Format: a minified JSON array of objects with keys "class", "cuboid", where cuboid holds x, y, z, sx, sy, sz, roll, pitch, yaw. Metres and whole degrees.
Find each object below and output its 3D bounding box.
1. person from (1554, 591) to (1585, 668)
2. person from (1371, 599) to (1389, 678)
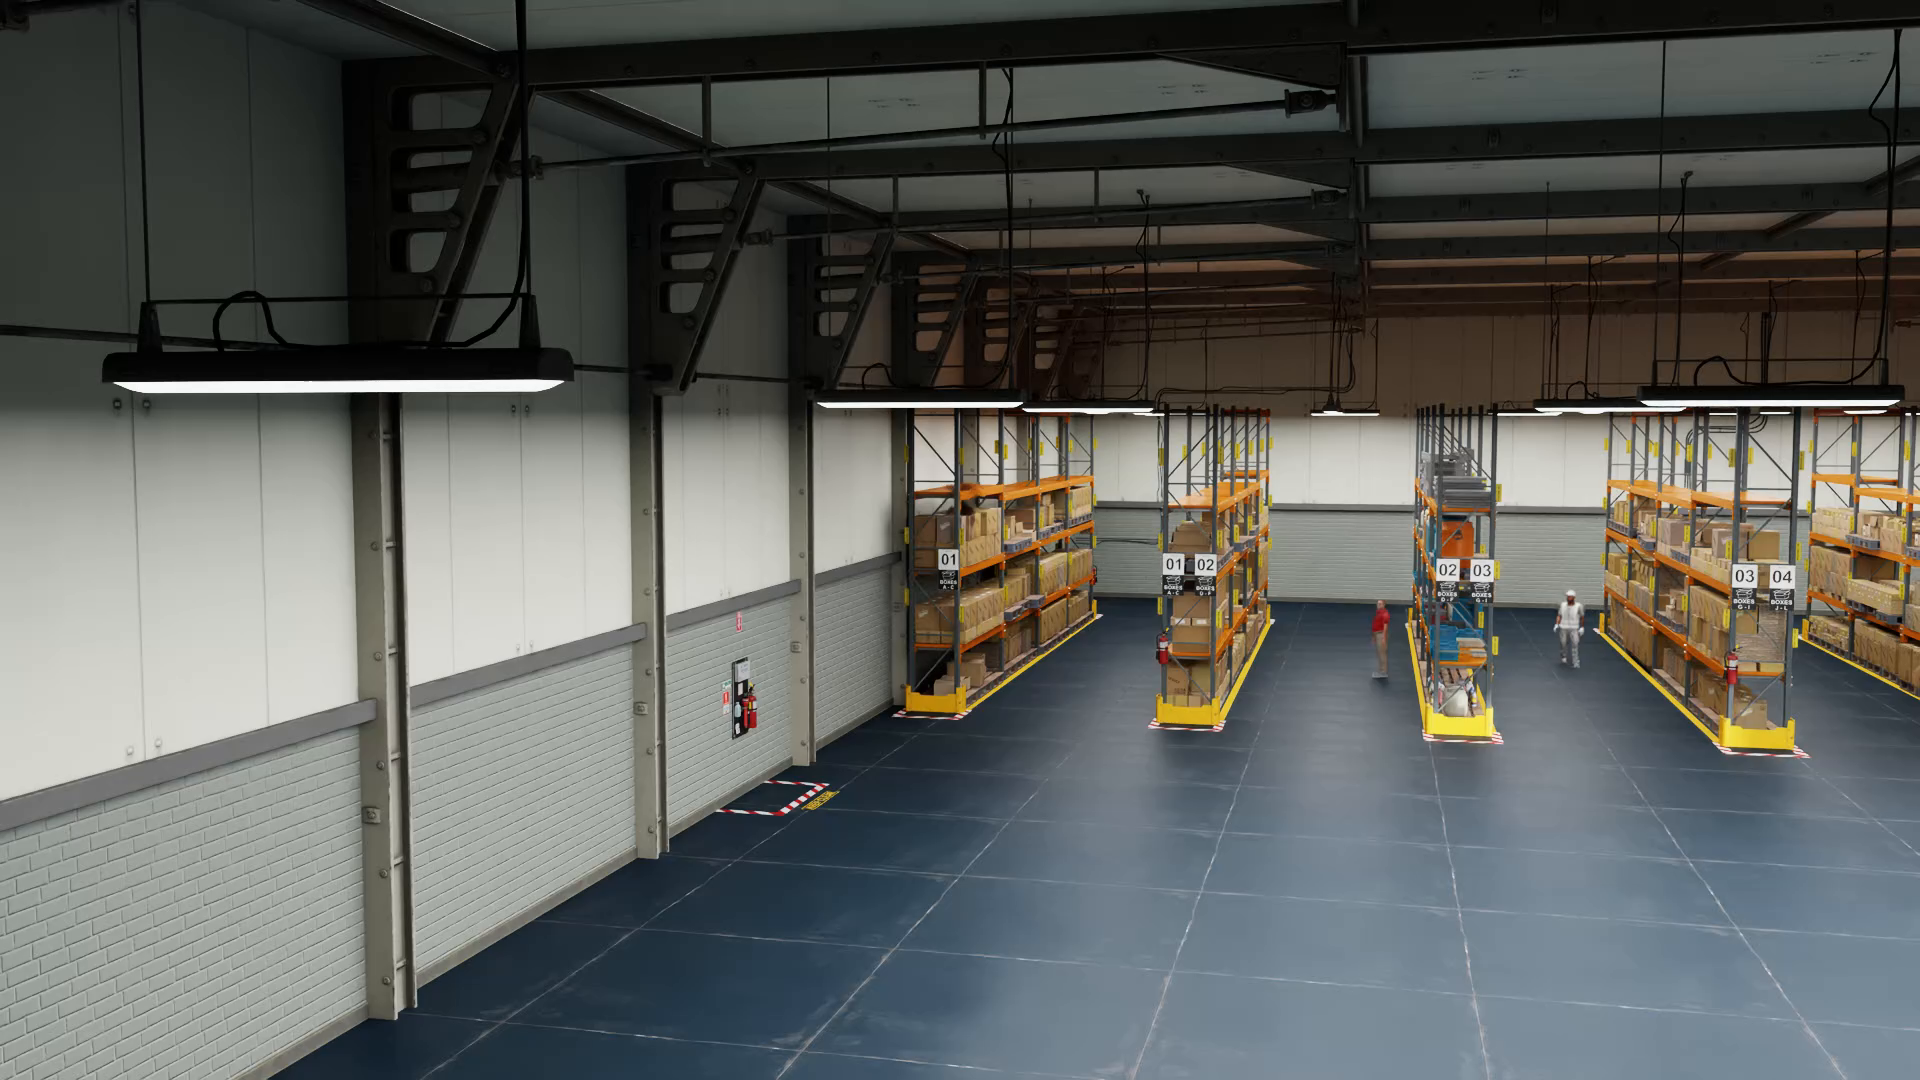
[{"class":"person","cuboid":[14.074,2.039,38.406,0.680,1.741,0.972,1,4,11]},{"class":"person","cuboid":[9.301,2.174,36.859,0.367,1.729,0.571,0,4,6]}]
